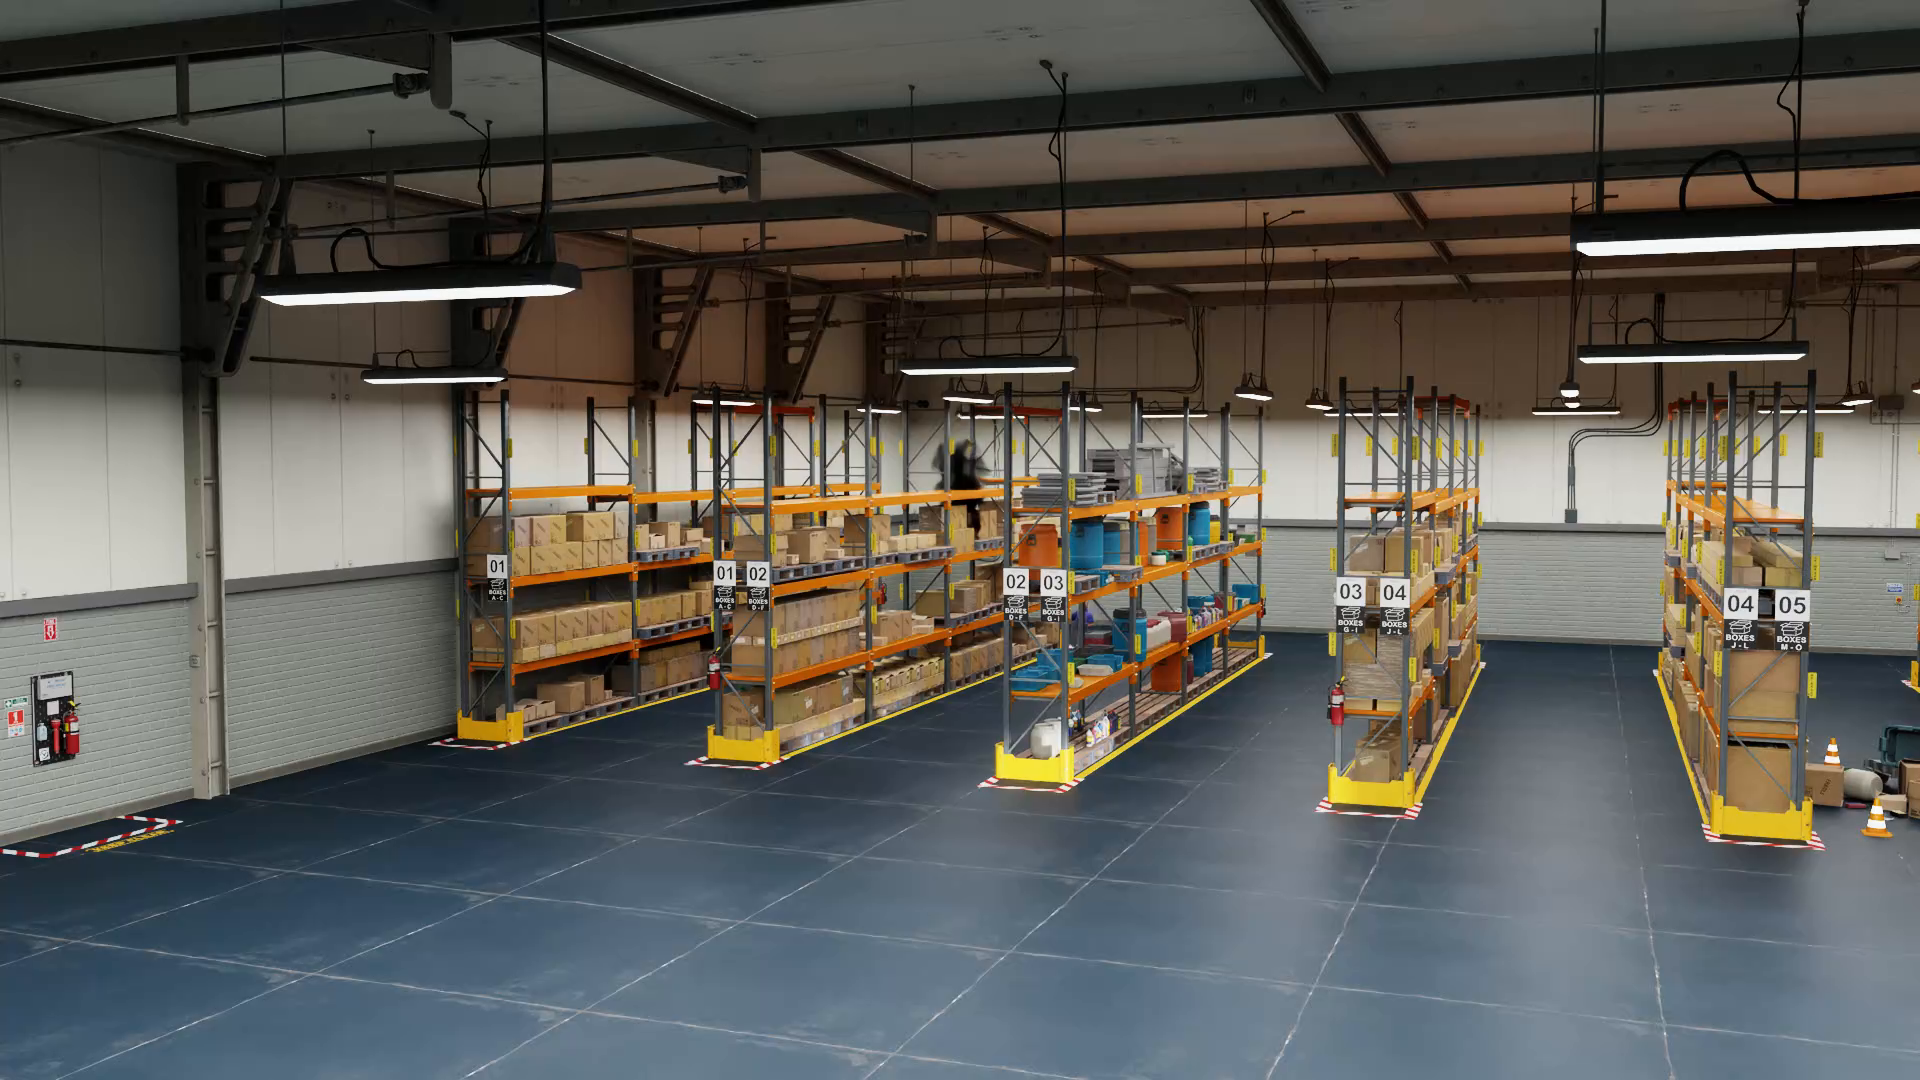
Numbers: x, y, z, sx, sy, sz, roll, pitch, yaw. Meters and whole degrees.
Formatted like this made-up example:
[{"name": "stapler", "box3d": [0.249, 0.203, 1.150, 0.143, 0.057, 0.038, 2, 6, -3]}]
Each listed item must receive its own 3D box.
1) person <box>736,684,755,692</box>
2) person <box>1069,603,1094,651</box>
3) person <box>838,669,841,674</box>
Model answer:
[{"name": "person", "box3d": [-3.928, 2.405, 30.832, 0.655, 1.744, 0.652, 1, 3, 10]}, {"name": "person", "box3d": [2.689, 2.134, 36.827, 0.581, 1.635, 0.932, 1, 3, 10]}, {"name": "person", "box3d": [-2.696, 2.226, 35.396, 0.541, 1.703, 0.720, 1, 3, 11]}]
